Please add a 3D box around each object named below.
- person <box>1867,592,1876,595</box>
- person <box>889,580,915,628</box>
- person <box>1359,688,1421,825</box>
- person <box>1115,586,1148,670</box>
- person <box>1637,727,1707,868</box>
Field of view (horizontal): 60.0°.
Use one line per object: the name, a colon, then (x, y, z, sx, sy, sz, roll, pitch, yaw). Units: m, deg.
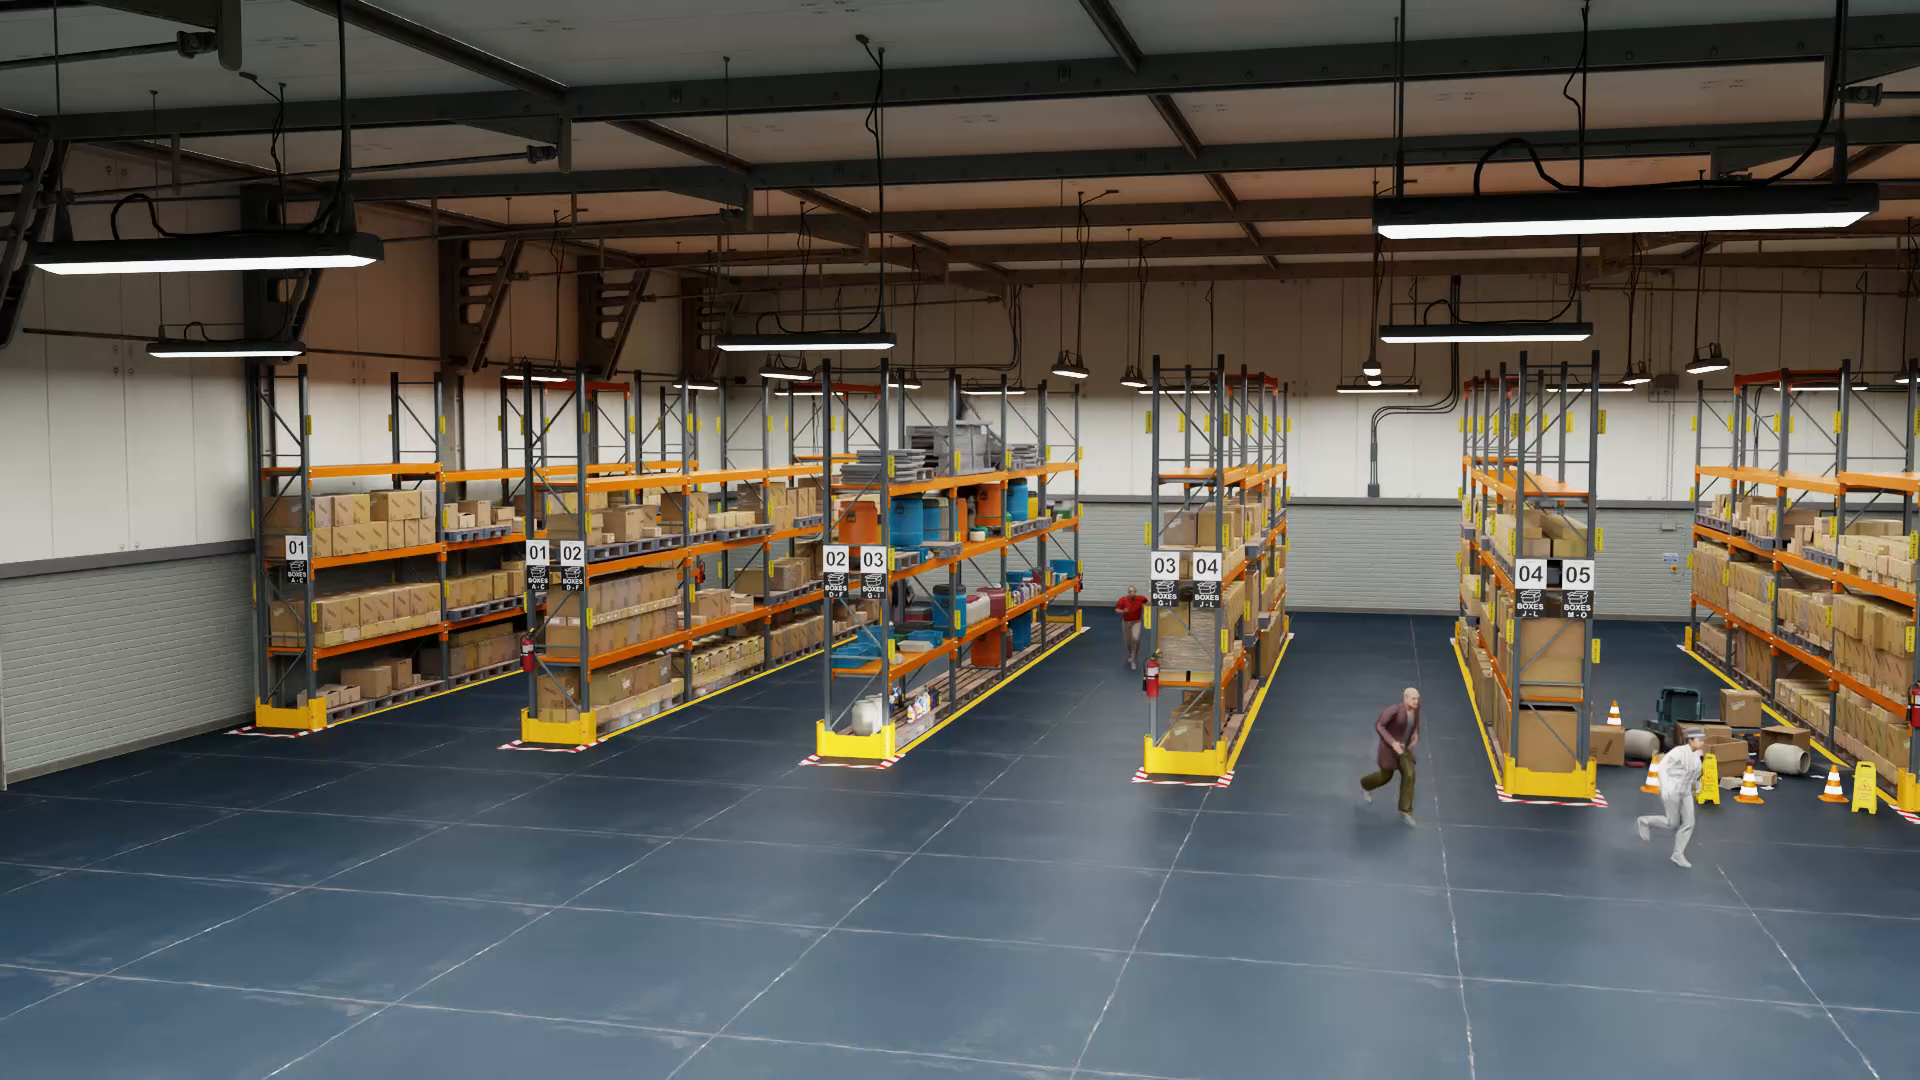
person: (18.078, 1.826, 33.053, 0.671, 1.783, 0.884, 0, 4, 4)
person: (-1.341, 1.531, 38.180, 0.646, 1.707, 0.882, 0, 4, 7)
person: (5.514, 2.702, 21.297, 0.742, 1.738, 1.082, -2, 5, -30)
person: (3.557, 1.802, 34.418, 0.653, 1.751, 0.979, 1, 4, 11)
person: (8.196, 2.905, 19.138, 0.618, 1.633, 0.829, -3, 5, -33)
